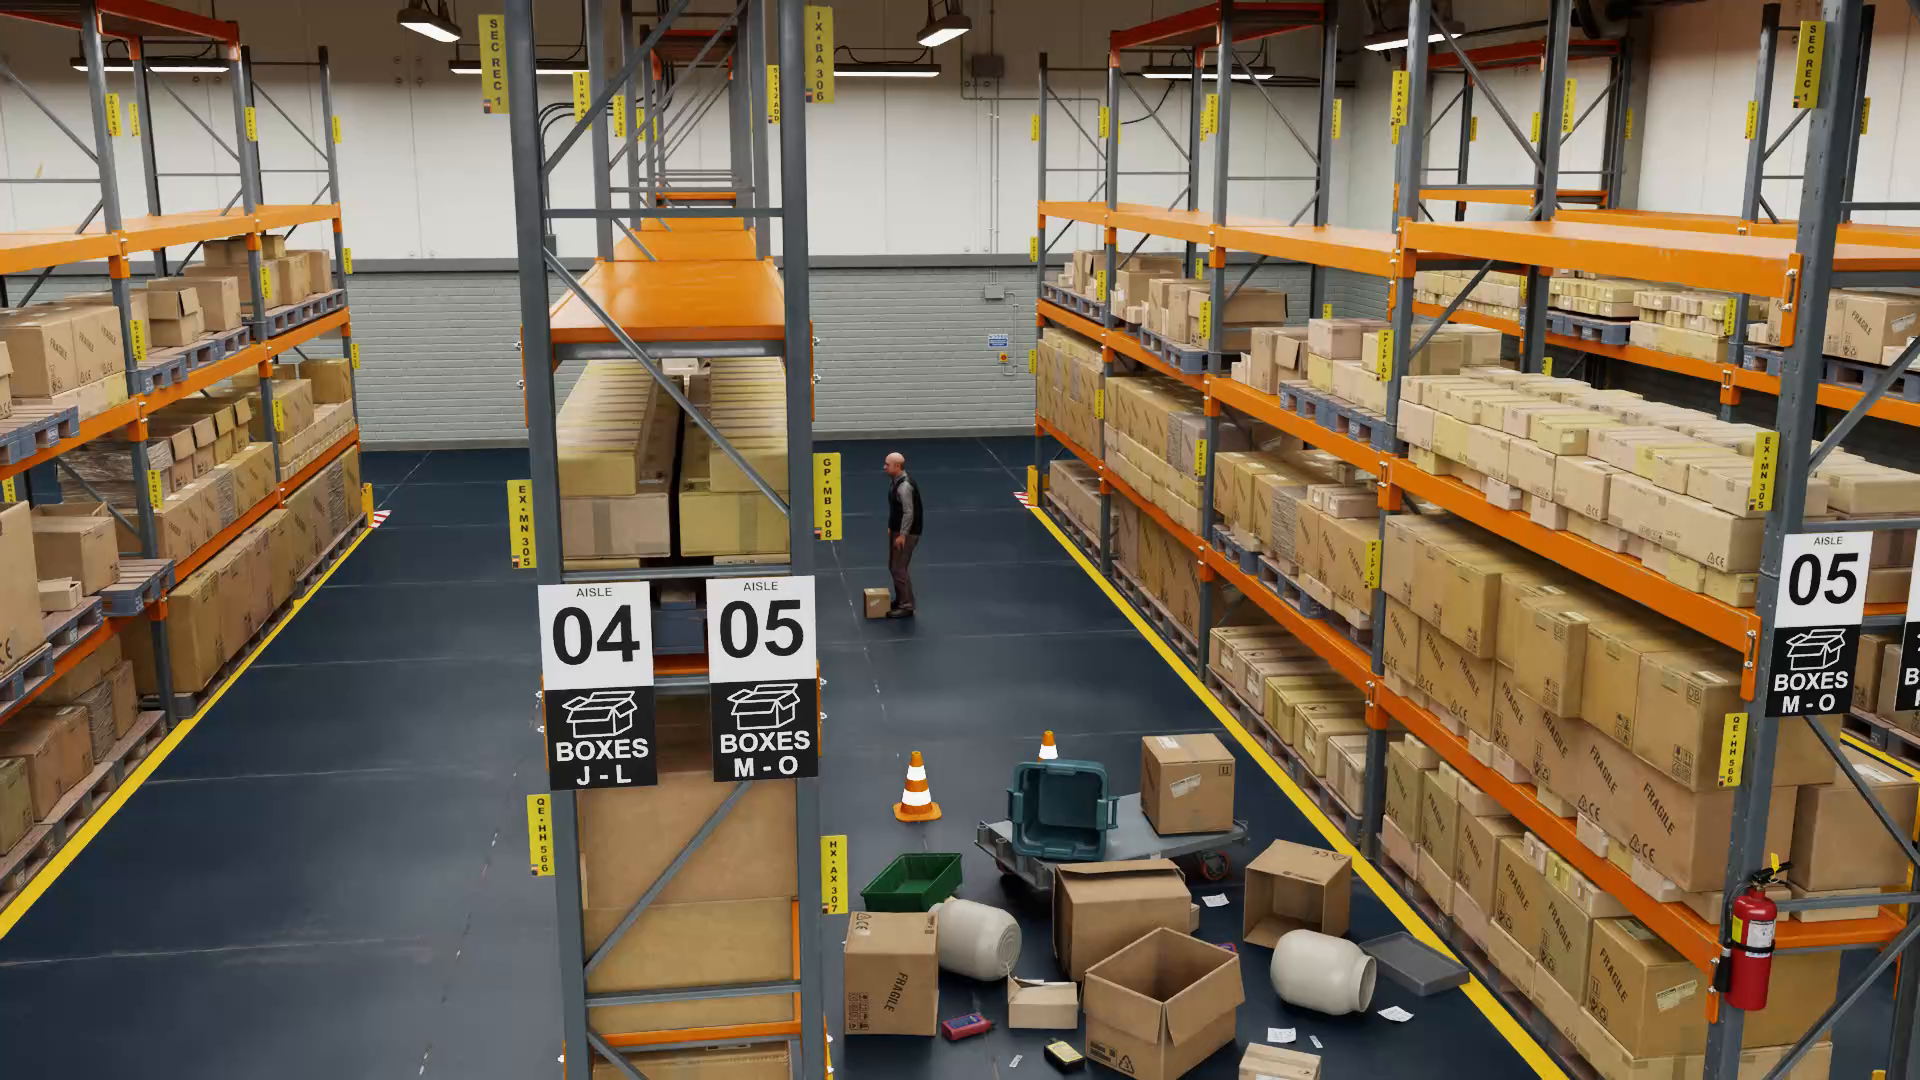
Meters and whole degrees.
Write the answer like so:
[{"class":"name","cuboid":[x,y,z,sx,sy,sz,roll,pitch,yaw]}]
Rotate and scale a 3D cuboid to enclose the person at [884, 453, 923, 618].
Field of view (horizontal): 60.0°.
[{"class":"person","cuboid":[-0.597,-0.067,17.322,0.417,1.722,0.592,-3,13,-11]}]
